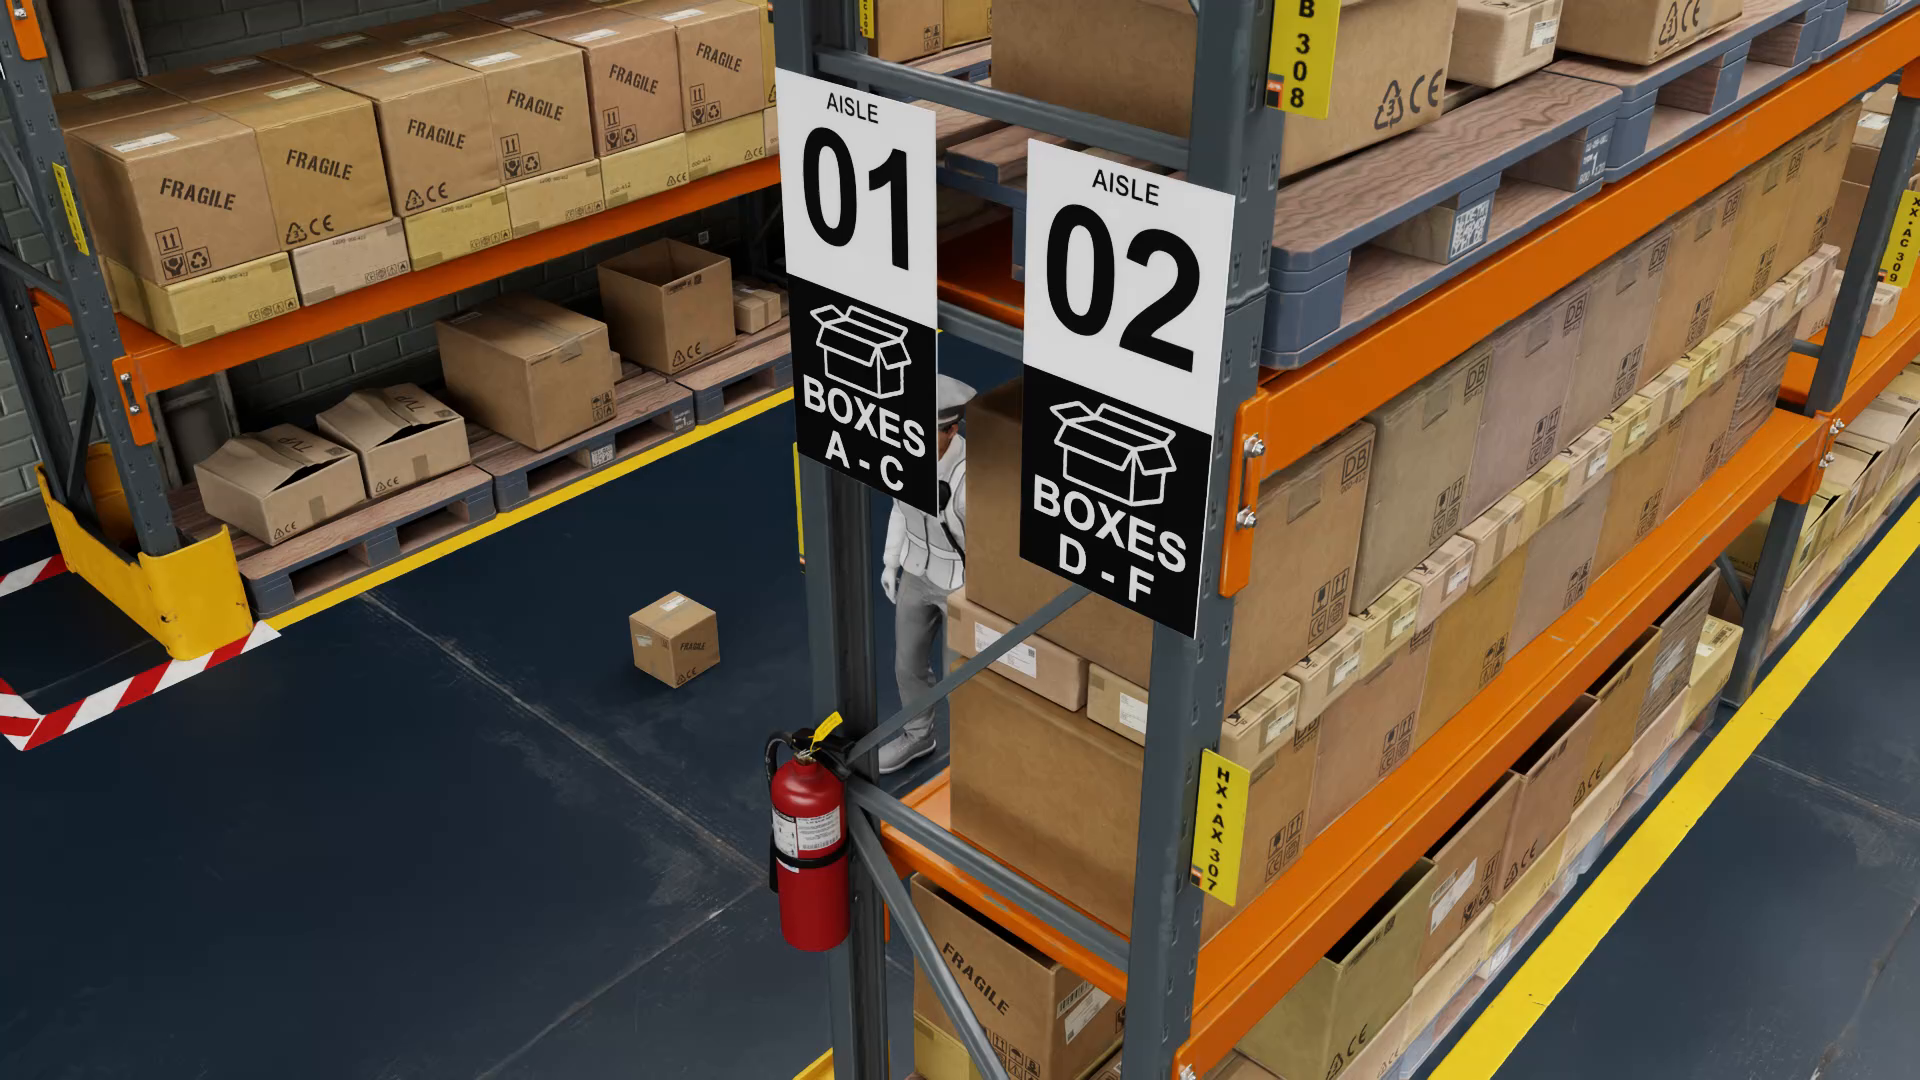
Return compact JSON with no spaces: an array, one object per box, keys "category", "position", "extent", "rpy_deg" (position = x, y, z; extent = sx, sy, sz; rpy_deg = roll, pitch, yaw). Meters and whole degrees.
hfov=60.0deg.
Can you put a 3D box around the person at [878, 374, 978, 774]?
[{"category":"person","position":[-0.062,0.171,5.852],"extent":[0.526,1.663,0.374],"rpy_deg":[24,39,34]}]
